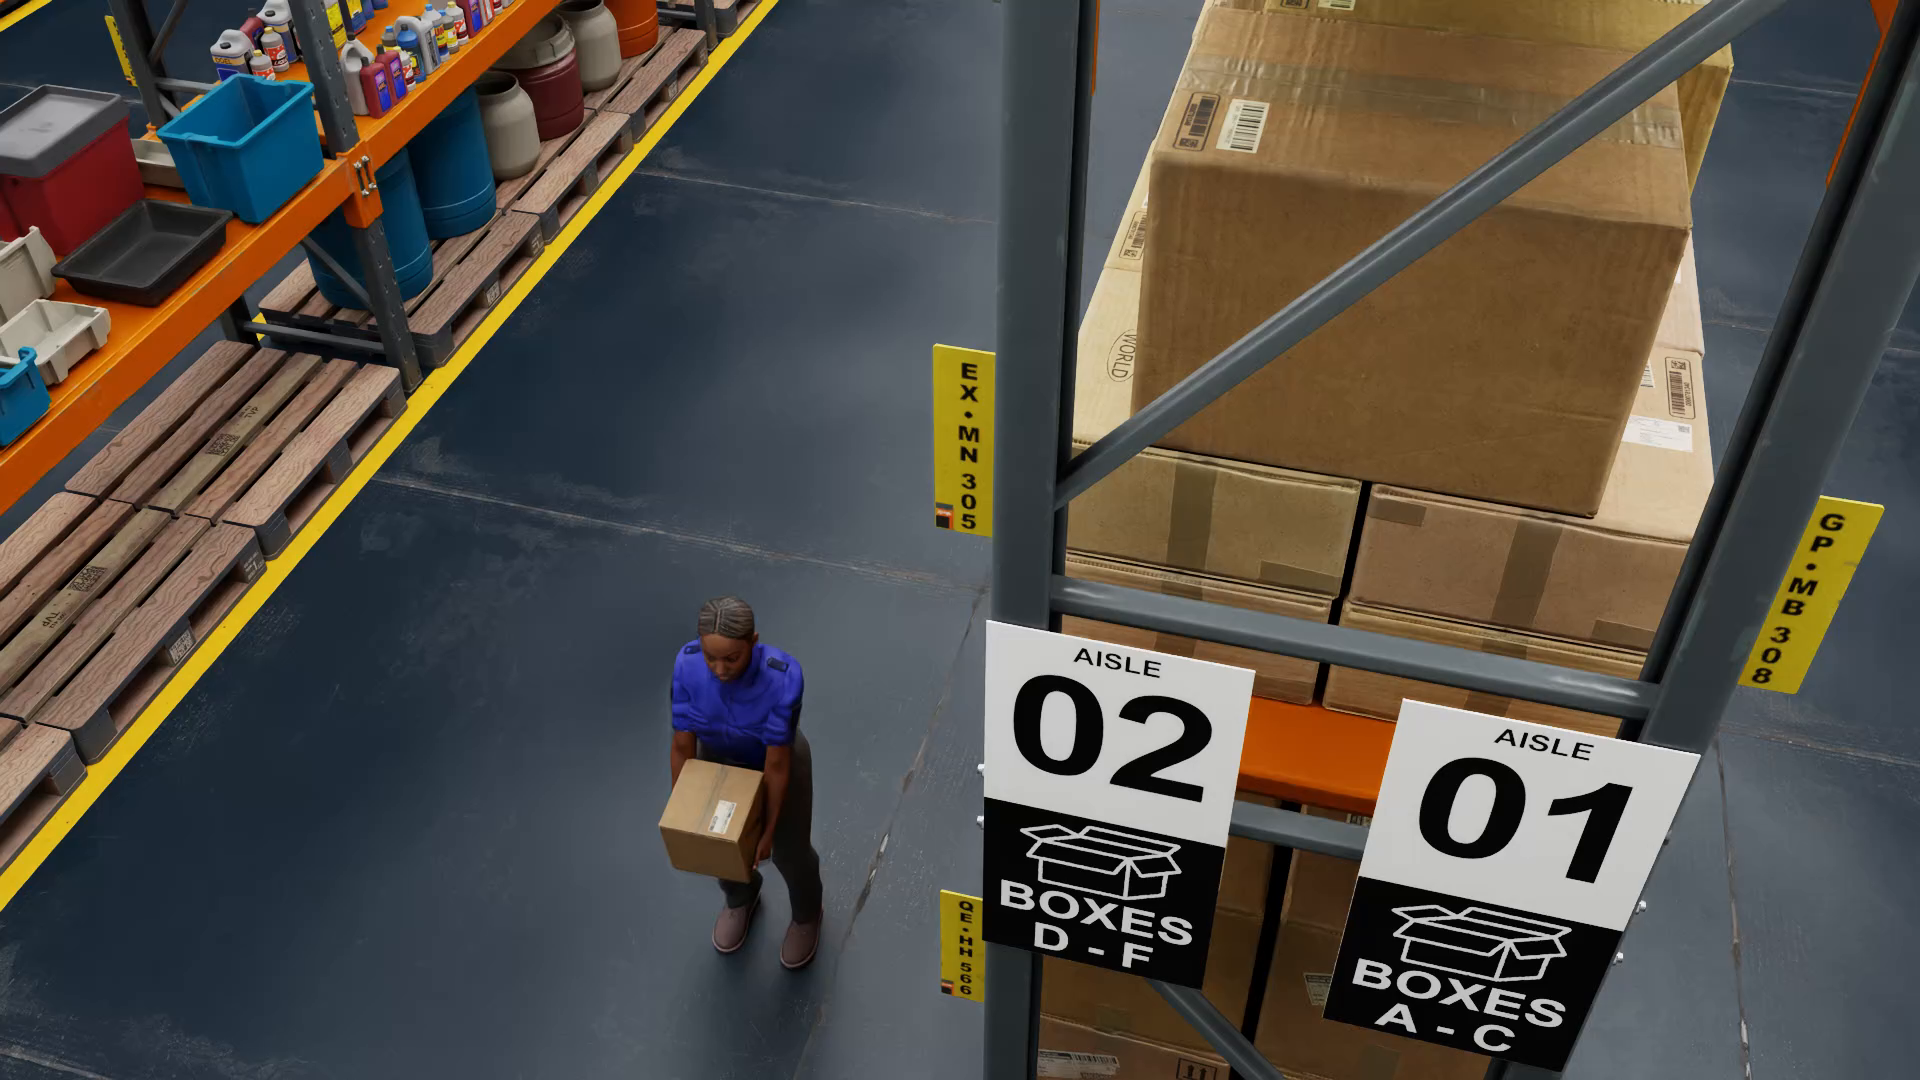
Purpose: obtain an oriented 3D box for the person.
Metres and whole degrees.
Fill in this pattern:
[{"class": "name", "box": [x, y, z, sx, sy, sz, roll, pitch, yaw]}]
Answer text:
[{"class": "person", "box": [-0.680, 0.808, 5.275, 0.412, 1.623, 0.530, 9, 42, 10]}]
